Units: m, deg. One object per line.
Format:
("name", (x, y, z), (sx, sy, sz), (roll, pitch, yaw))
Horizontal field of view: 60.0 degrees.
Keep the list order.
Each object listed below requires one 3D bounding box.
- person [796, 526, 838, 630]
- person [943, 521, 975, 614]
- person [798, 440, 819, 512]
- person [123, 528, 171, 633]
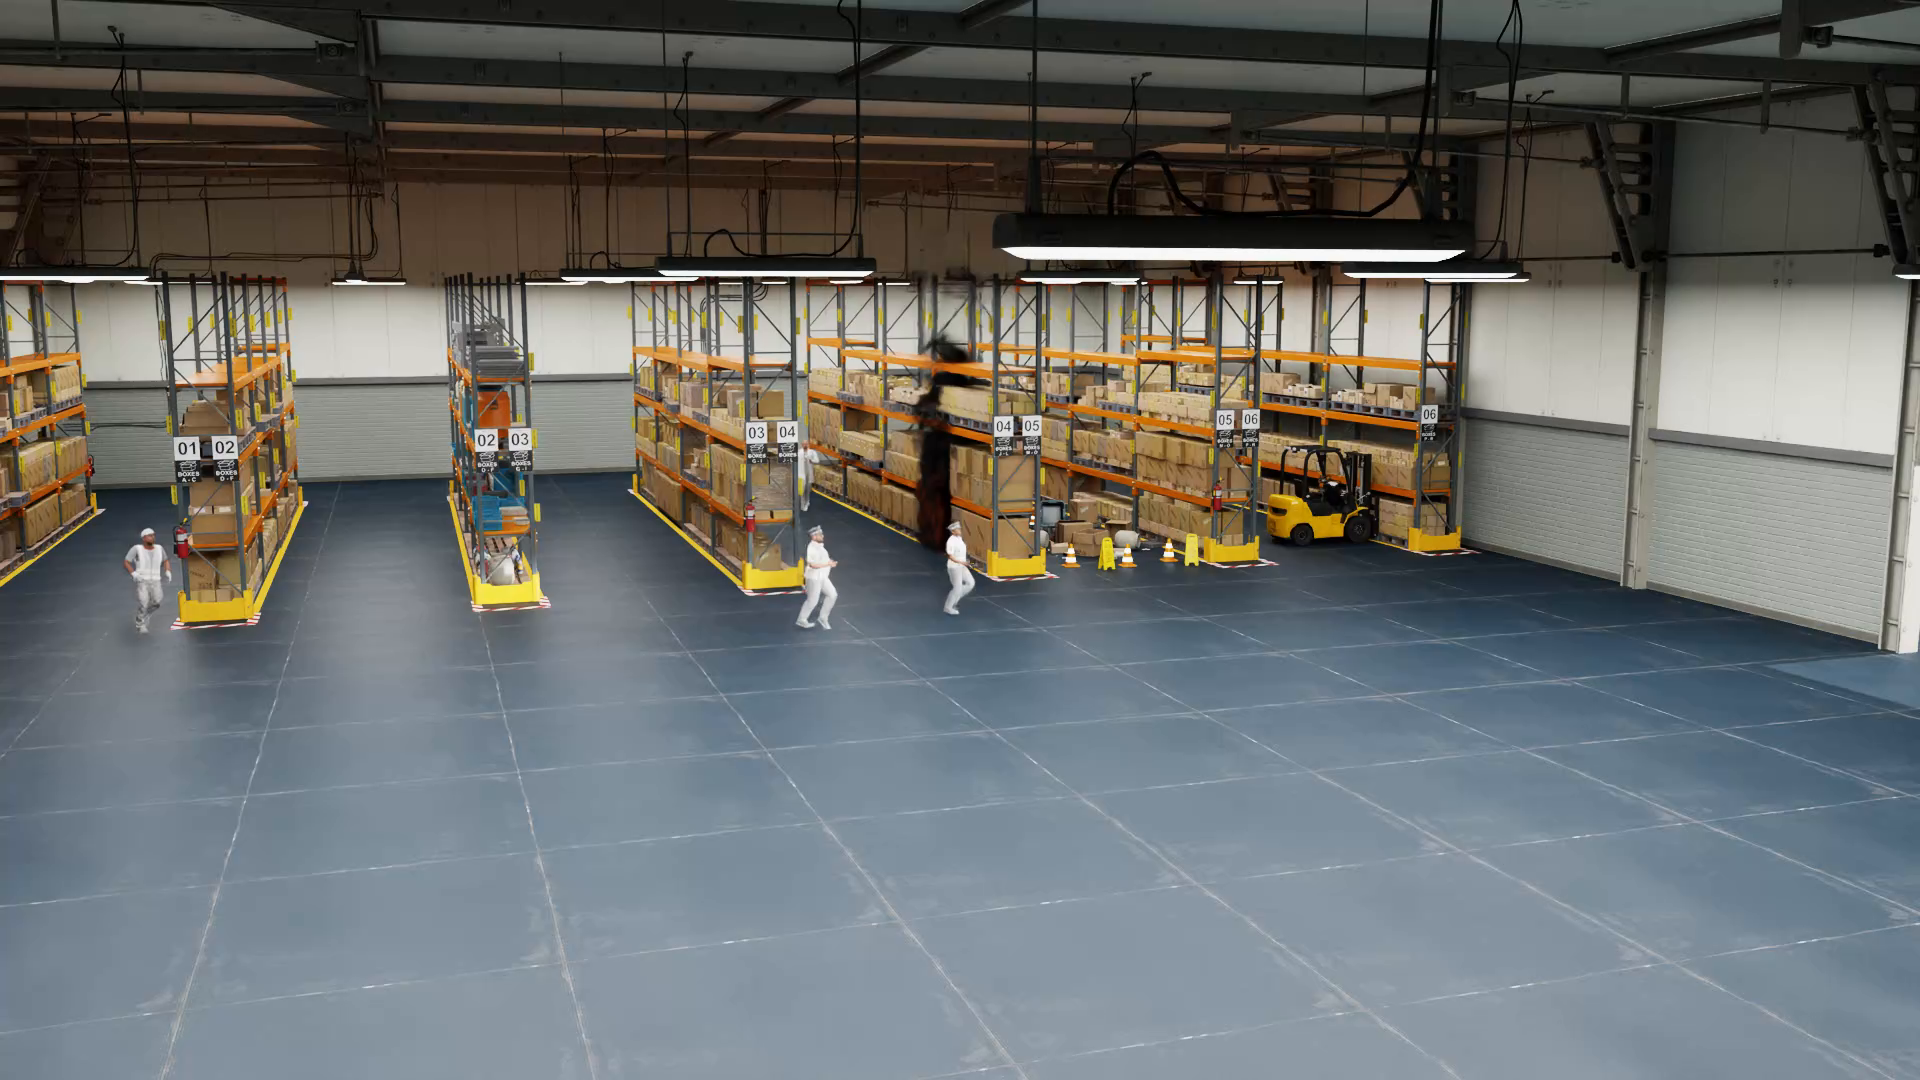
("person", (-2.390, 0.664, 27.949), (0.767, 1.839, 0.638), (2, 9, 16))
("person", (-0.026, 0.478, 29.437), (0.552, 1.661, 0.590), (4, 9, 23))
("person", (-4.029, -1.700, 43.377), (0.679, 1.839, 0.894), (-3, 9, -17))
("person", (-13.610, 0.674, 27.920), (0.523, 1.731, 0.757), (7, 11, 41))
